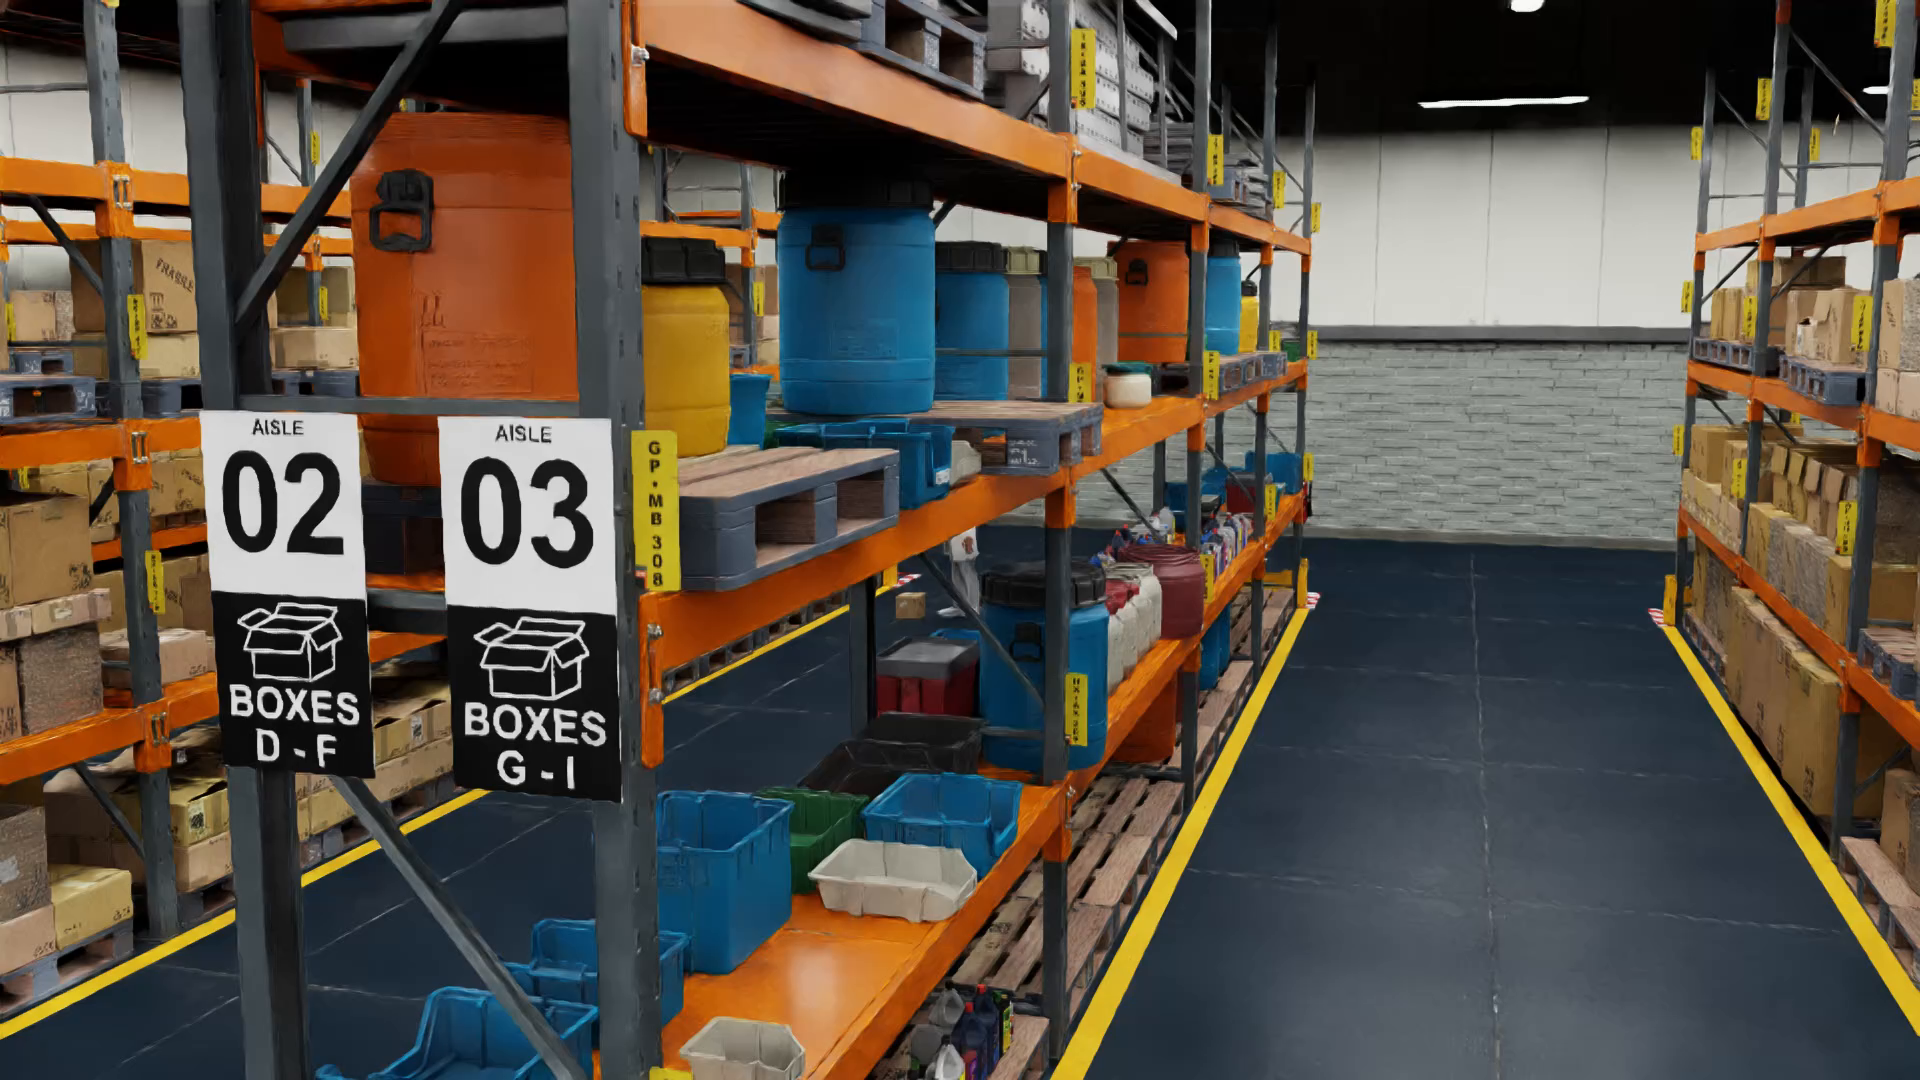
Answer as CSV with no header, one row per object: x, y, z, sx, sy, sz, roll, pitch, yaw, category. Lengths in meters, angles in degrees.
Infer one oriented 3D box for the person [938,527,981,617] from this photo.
0.043,-0.039,18.102,0.485,1.783,0.629,-3,9,-20,person
